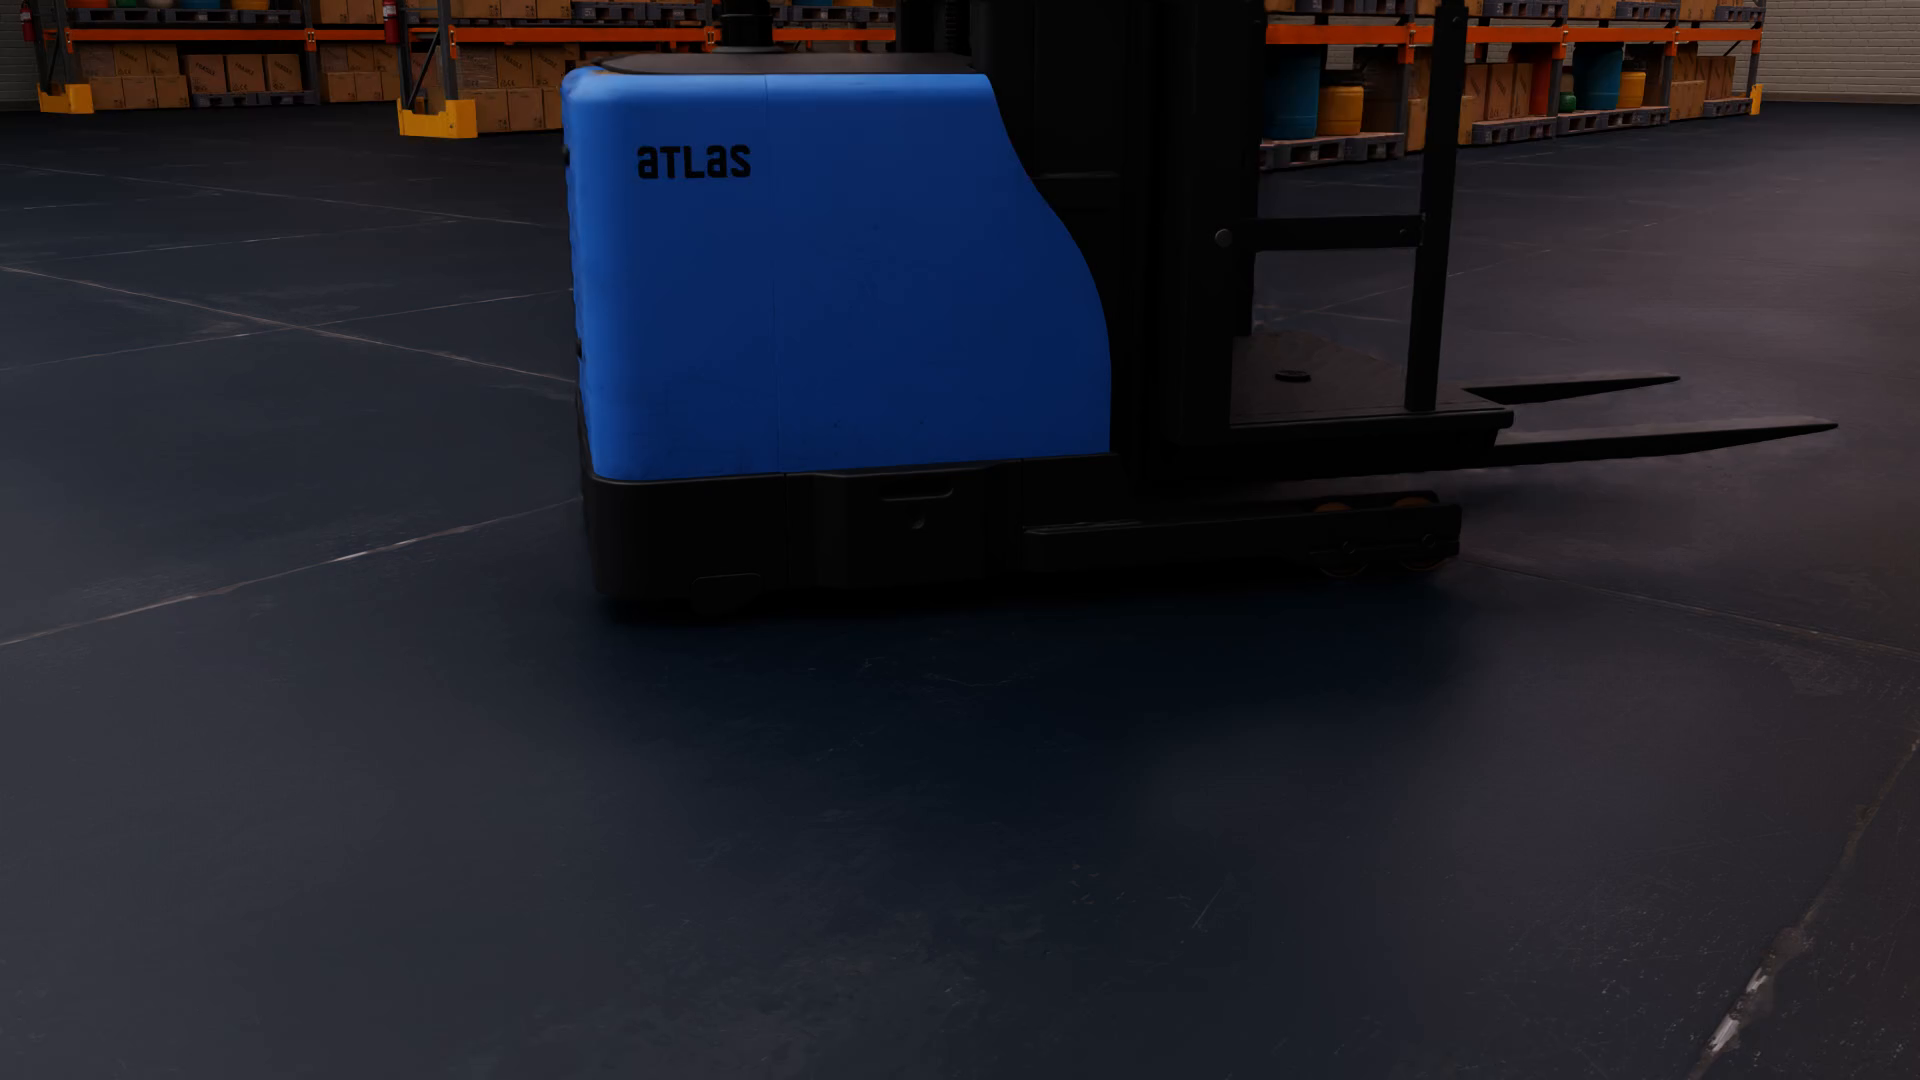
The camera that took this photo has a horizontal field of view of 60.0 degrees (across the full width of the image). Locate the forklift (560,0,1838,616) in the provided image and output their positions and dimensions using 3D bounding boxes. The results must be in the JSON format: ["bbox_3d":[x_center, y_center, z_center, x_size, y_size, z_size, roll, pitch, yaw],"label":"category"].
[{"bbox_3d":[0.627,-1.462,3.711,3.031,2.935,1.130,-4,17,-13],"label":"forklift"}]
